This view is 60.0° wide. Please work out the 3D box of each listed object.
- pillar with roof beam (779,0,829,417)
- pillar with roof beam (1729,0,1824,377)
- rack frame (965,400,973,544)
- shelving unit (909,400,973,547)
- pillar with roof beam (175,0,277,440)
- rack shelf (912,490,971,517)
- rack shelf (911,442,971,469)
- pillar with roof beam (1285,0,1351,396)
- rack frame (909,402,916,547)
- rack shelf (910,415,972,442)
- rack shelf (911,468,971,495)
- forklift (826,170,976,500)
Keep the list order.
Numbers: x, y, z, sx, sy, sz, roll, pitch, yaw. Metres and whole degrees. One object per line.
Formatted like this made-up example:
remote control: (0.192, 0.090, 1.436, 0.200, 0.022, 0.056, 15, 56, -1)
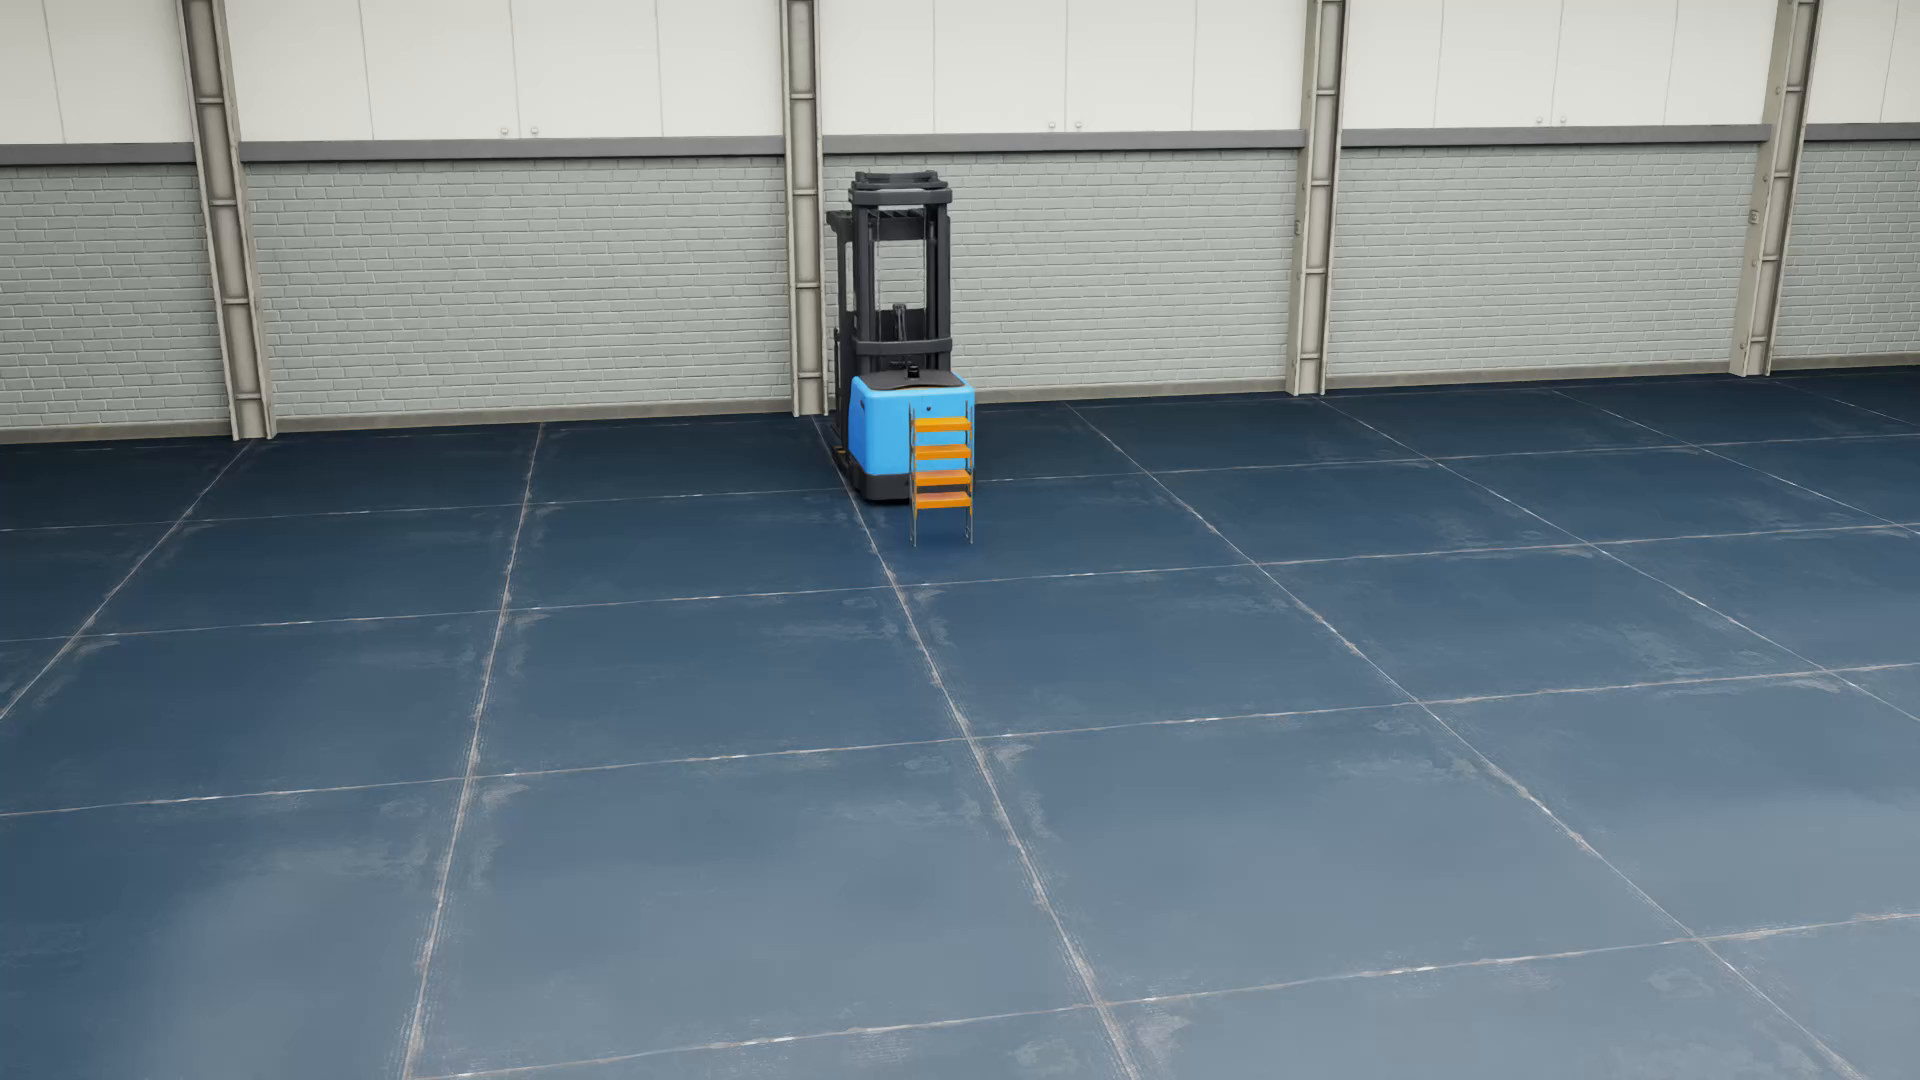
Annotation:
pillar with roof beam: (-0.902, -4.516, 13.687, 0.400, 9.000, 9.100, -3, 17, -10)
pillar with roof beam: (10.880, -5.184, 15.864, 0.400, 9.000, 9.100, -3, 17, -10)
rack frame: (0.077, -0.578, 14.150, 0.015, 1.200, 0.240, -3, 17, -10)
shelving unit: (-0.163, -0.564, 14.106, 0.503, 1.200, 0.258, -3, 17, -10)
pillar with roof beam: (-6.793, -4.182, 12.599, 0.400, 9.000, 9.100, -3, 17, -10)
rack shelf: (-0.163, -0.310, 14.184, 0.480, 0.148, 0.258, -3, 17, -10)
rack shelf: (-0.163, -0.714, 14.060, 0.480, 0.148, 0.258, -3, 17, -10)
pillar with roof beam: (4.989, -4.850, 14.776, 0.400, 9.000, 9.100, -3, 17, -10)
rack frame: (-0.402, -0.551, 14.061, 0.015, 1.200, 0.240, -3, 17, -10)
rack shelf: (-0.163, -0.940, 13.990, 0.480, 0.148, 0.258, -3, 17, -10)
rack shelf: (-0.163, -0.500, 14.125, 0.480, 0.148, 0.258, -3, 17, -10)
forklift: (-0.688, -2.157, 16.342, 1.130, 2.935, 3.031, -4, 18, -13)
